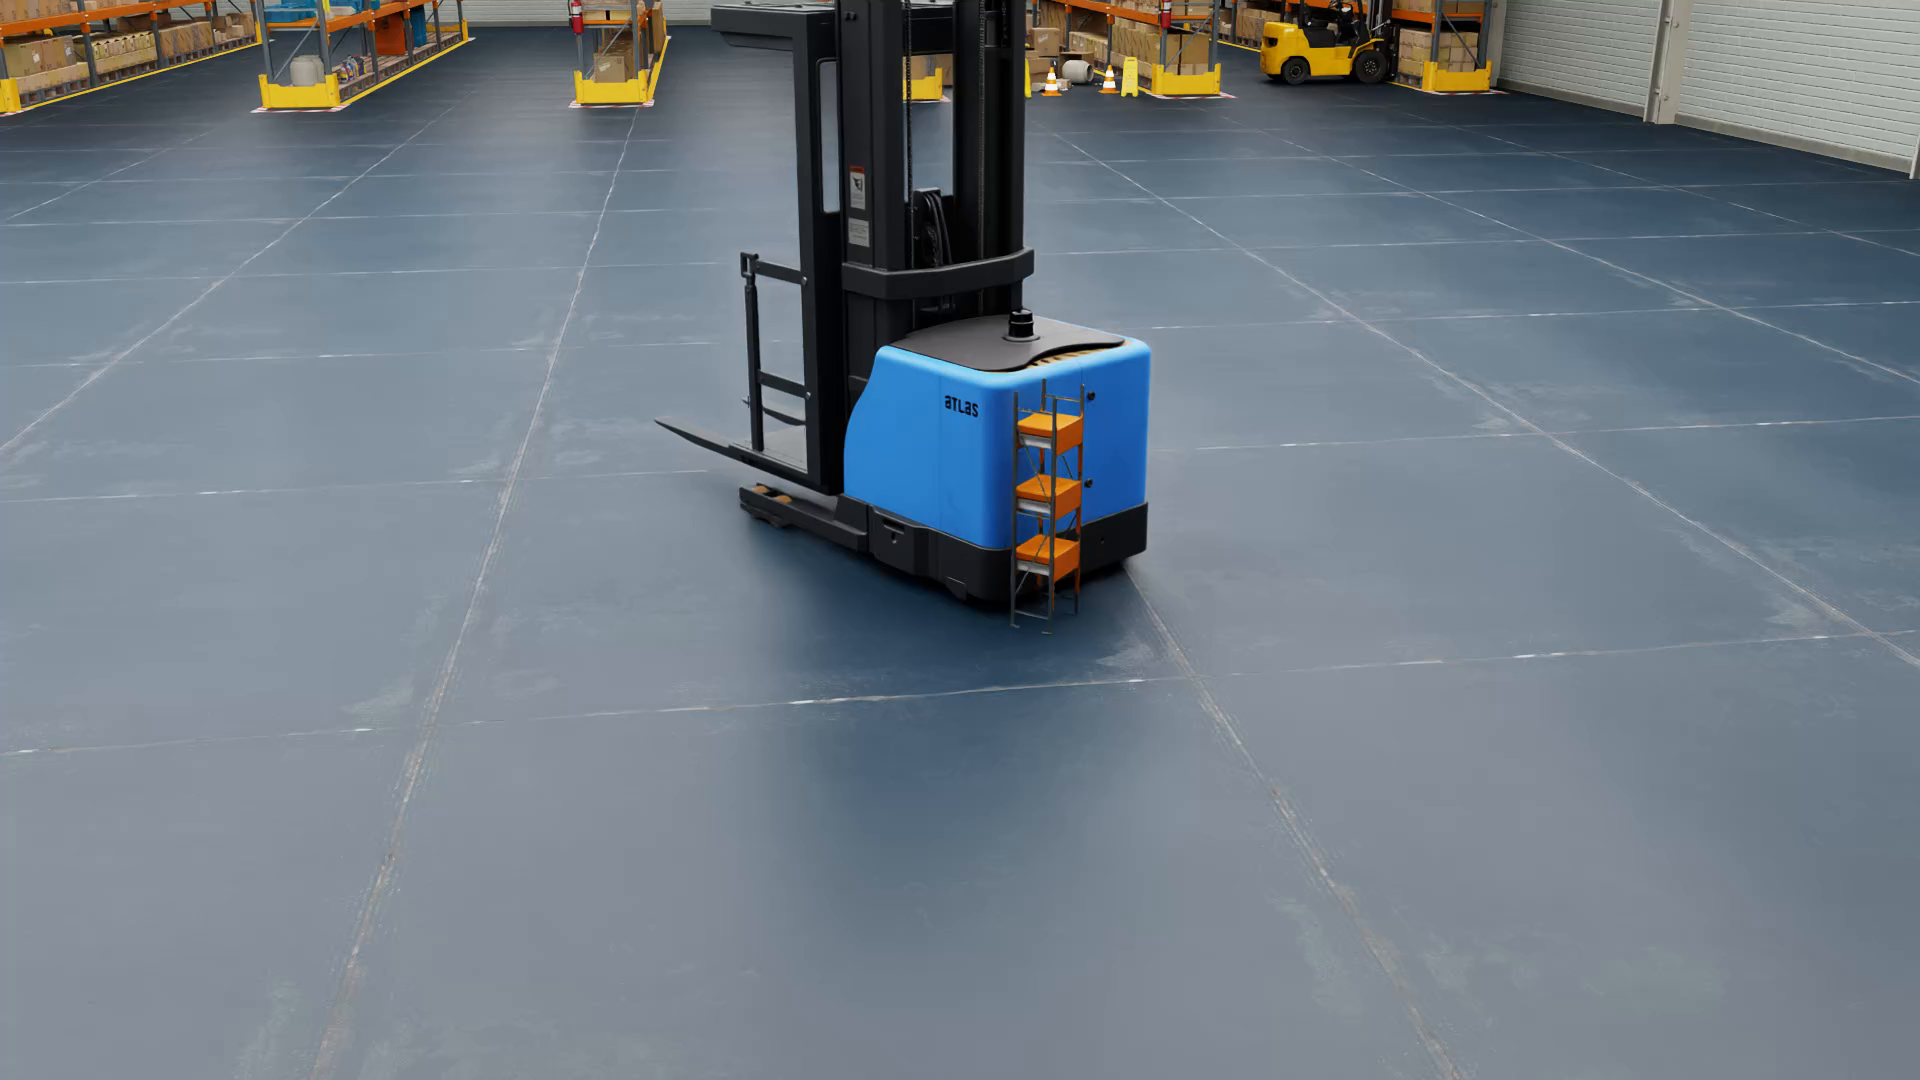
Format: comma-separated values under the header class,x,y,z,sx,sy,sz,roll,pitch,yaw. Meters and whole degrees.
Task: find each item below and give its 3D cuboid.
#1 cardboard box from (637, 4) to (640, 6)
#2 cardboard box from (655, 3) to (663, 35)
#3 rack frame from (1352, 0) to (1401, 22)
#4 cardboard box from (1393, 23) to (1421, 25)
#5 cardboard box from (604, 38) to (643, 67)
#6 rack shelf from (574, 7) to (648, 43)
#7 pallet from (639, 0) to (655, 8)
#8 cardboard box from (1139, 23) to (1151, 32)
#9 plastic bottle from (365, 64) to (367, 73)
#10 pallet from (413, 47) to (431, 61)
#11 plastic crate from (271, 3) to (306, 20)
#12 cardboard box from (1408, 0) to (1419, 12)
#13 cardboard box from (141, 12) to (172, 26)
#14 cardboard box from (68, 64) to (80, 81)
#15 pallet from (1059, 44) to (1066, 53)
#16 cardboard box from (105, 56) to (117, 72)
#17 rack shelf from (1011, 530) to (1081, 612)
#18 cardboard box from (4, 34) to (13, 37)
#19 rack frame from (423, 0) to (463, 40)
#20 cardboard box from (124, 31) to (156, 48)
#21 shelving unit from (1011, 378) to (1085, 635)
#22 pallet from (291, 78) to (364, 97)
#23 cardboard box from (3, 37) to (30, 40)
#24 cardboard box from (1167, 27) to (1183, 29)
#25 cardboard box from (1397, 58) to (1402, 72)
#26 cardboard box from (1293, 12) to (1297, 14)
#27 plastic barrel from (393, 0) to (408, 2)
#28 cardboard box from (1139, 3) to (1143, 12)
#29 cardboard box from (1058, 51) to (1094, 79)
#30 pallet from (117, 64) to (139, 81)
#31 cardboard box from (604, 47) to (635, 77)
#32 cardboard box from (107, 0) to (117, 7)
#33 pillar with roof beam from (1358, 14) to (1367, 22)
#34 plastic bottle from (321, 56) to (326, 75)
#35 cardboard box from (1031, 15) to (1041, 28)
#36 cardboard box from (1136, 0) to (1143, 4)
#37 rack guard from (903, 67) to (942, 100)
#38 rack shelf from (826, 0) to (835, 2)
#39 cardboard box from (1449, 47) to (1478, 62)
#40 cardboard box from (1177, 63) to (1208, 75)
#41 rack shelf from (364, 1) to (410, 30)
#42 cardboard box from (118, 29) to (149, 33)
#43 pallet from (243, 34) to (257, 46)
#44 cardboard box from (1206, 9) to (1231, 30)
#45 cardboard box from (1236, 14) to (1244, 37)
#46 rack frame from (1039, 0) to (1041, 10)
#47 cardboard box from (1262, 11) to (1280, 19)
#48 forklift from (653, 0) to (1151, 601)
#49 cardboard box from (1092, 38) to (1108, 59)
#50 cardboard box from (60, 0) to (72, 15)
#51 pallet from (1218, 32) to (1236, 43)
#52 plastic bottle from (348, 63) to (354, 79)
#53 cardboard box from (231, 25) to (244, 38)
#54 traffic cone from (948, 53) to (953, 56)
class,x,y,z,sx,sy,sz,roll,pitch,yaw
cardboard box,-5.879,-9.432,29.540,0.380,0.149,0.250,-3,21,-8
cardboard box,-7.314,-11.570,37.344,1.225,0.875,0.875,-4,21,-10
rack frame,8.315,-10.880,33.060,1.000,3.000,0.127,-3,21,-8
cardboard box,8.665,-9.922,32.395,0.500,0.250,0.500,-3,21,-9
cardboard box,-6.470,-9.378,31.981,0.700,0.500,0.500,-5,21,-12
rack shelf,-6.115,-9.099,29.320,1.077,0.370,4.000,-3,21,-8
pallet,-6.369,-10.311,31.810,1.003,0.211,1.213,-3,21,-8
cardboard box,3.454,-9.283,30.114,0.380,0.149,0.250,-3,21,-7
plastic bottle,-10.944,-8.664,30.498,0.097,0.201,0.097,0,20,0
pallet,-12.208,-10.650,36.429,1.003,0.211,1.213,-3,21,-8
plastic crate,-11.184,-8.808,27.724,0.499,0.251,0.408,-3,21,-8
cardboard box,8.495,-9.880,30.238,0.500,0.500,0.500,-2,21,-6
cardboard box,-17.387,-11.261,35.951,0.500,0.250,0.500,-3,21,-8
cardboard box,-15.861,-8.216,29.257,0.500,0.250,0.500,-3,21,-8
pallet,2.788,-10.984,37.324,1.003,0.211,1.213,-3,21,-8
cardboard box,-16.092,-8.868,31.003,0.500,0.250,0.500,-2,21,-6
rack shelf,0.371,0.131,7.189,0.215,0.259,0.240,12,24,29
cardboard box,-22.408,-11.791,38.471,0.700,0.500,0.500,-2,21,-6
rack frame,-13.034,-14.034,41.504,1.000,3.000,0.127,-3,21,-8
cardboard box,-16.464,-10.018,33.279,0.500,0.311,0.500,-2,21,-6
shelving unit,0.371,-0.139,7.088,0.215,1.050,0.252,12,24,29
pallet,-11.069,-7.915,29.106,1.003,0.211,1.213,-3,21,-8
cardboard box,-16.305,-8.368,28.591,0.500,0.500,0.500,-3,21,-8
cardboard box,3.904,-9.345,31.207,0.500,0.500,0.500,-2,21,-5
cardboard box,8.386,-8.897,31.080,0.500,0.250,0.500,-3,21,-7
cardboard box,7.897,-12.065,38.278,0.380,0.149,0.250,-4,21,-10
plastic barrel,-11.514,-11.182,33.675,0.600,0.536,0.708,-3,21,-8
cardboard box,3.461,-9.684,30.217,0.380,0.149,0.250,-3,21,-8
cardboard box,2.212,-9.019,31.647,0.500,0.500,0.500,12,24,29
pallet,-16.530,-9.001,32.013,1.003,0.211,1.213,-3,21,-8
cardboard box,-6.128,-8.605,29.941,0.500,0.500,0.500,-5,21,-13
cardboard box,-16.525,-10.482,31.851,0.500,0.500,0.500,-4,21,-11
pillar with roof beam,4.558,-14.453,34.051,9.100,9.000,0.400,-3,21,-8
plastic bottle,-11.456,-8.551,29.981,0.144,0.351,0.185,-3,21,-8
cardboard box,2.266,-12.618,40.774,0.875,0.438,0.875,-3,21,-9
cardboard box,3.493,-9.951,30.004,0.500,0.500,0.500,-3,21,-8
rack guard,-0.900,-7.780,28.332,1.175,0.500,0.348,-3,21,-8
rack shelf,-2.345,-12.084,37.312,1.077,0.370,4.000,-3,21,-8
cardboard box,9.029,-8.812,30.136,0.500,0.250,0.500,-3,21,-7
cardboard box,4.138,-8.446,29.871,0.500,0.250,0.500,-3,21,-8
rack shelf,-11.592,-10.235,32.359,1.077,0.370,4.000,-3,21,-8
cardboard box,-17.150,-10.363,34.618,0.500,0.500,0.500,-2,21,-6
pallet,-17.809,-12.177,40.517,1.003,0.211,1.213,-3,21,-8
cardboard box,6.641,-13.358,42.667,0.500,0.500,0.500,-3,21,-7
cardboard box,7.009,-12.497,40.362,0.500,0.500,0.500,-2,21,-5
rack frame,1.674,-14.784,43.511,1.000,3.000,0.127,-3,21,-8
cardboard box,7.253,-12.214,38.675,0.380,0.149,0.250,-4,21,-10
forklift,-0.476,-1.538,8.146,1.130,2.935,3.031,-18,27,-39
cardboard box,3.218,-10.025,33.925,0.950,0.372,0.625,-2,21,-4
cardboard box,-16.136,-9.524,29.286,0.700,0.500,0.500,-3,21,-9
pallet,7.064,-12.582,41.601,1.003,0.211,1.213,-3,21,-8
plastic bottle,-10.774,-8.289,29.393,0.097,0.271,0.097,0,20,0
cardboard box,-17.507,-12.197,39.887,0.500,0.250,0.500,-3,21,-8
traffic cone,-0.179,-9.696,33.515,0.336,0.463,0.334,-3,21,-8
